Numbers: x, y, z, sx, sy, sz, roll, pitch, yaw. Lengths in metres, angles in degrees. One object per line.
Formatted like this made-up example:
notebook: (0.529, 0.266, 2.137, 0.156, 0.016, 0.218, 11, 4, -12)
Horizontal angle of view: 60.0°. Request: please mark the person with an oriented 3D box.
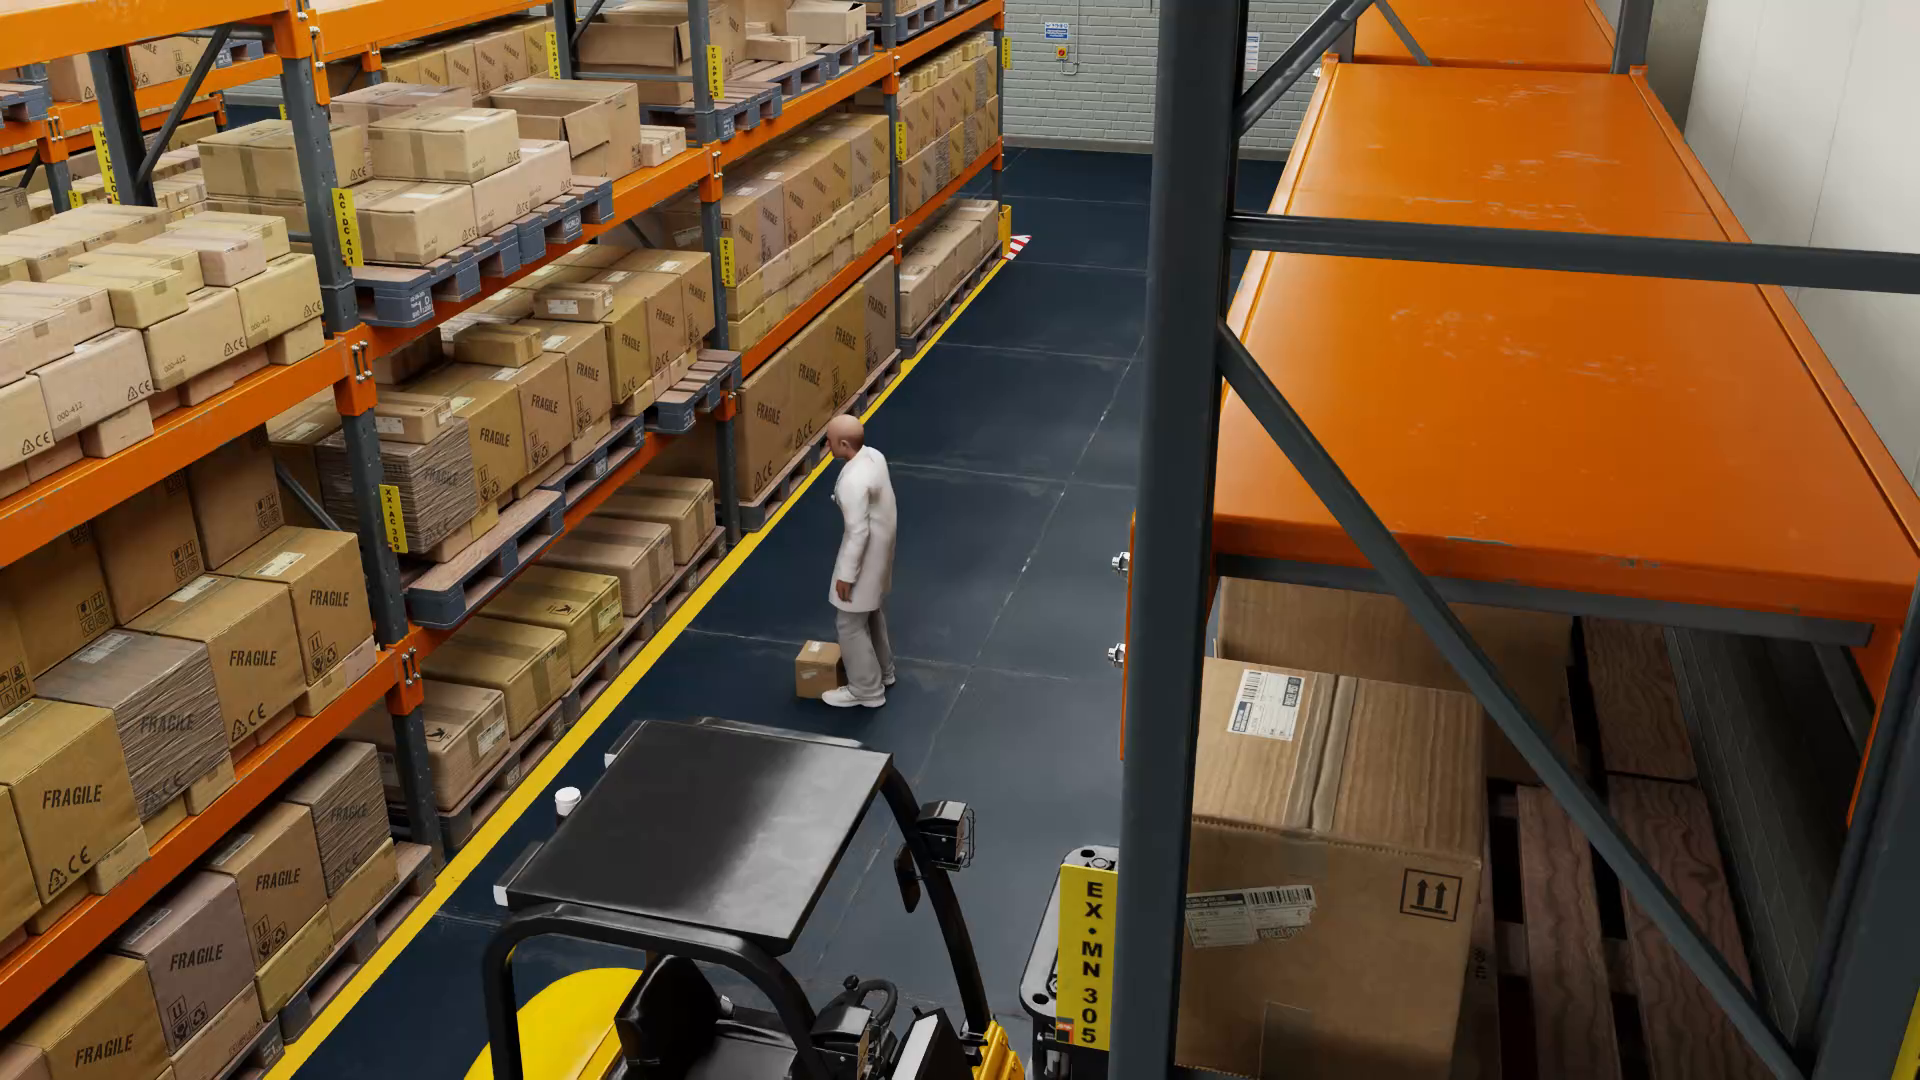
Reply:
person: (-0.577, 0.114, 9.495, 0.429, 1.772, 0.648, 5, 25, 10)
